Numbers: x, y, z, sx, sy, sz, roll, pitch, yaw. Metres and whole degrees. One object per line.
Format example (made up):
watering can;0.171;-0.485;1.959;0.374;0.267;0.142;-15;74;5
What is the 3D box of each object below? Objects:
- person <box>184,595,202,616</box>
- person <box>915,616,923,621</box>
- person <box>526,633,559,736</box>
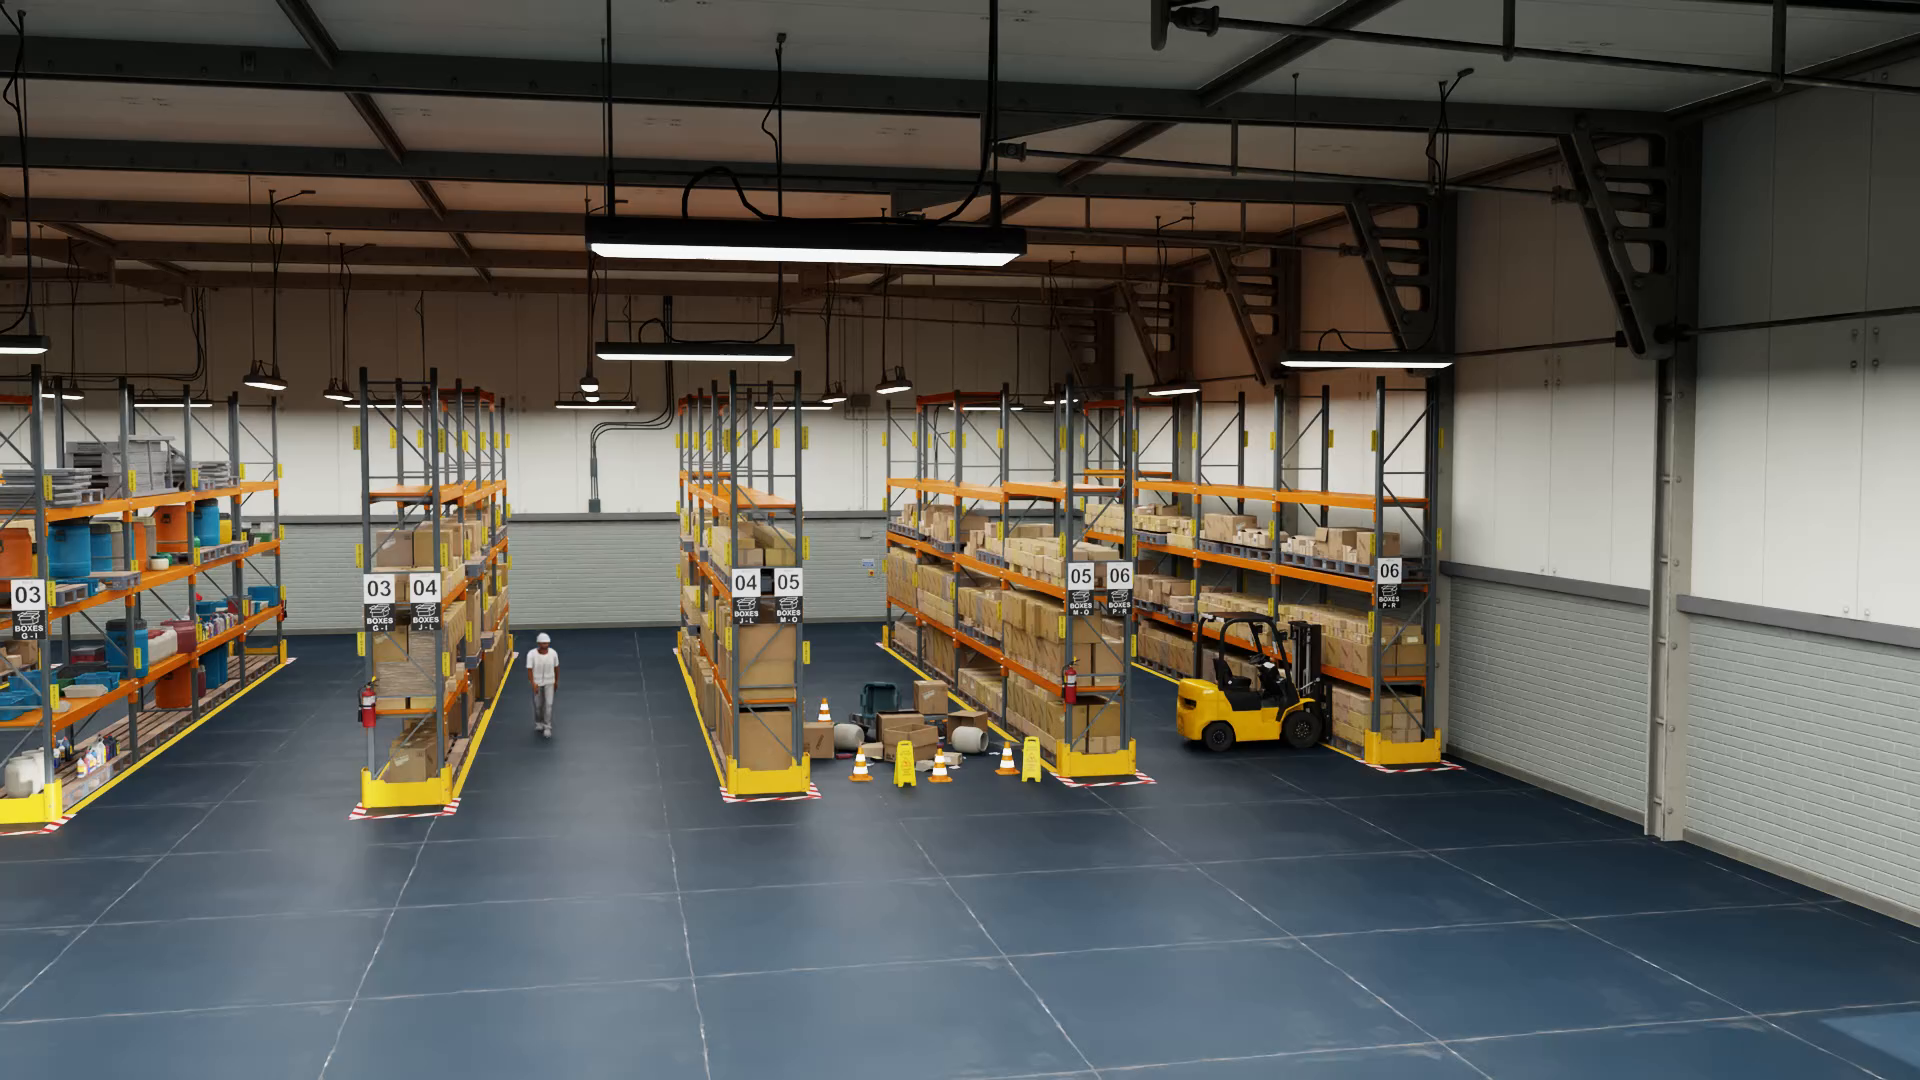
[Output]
person;-16.156;2.021;35.172;0.546;1.729;0.992;0;3;-1
person;-0.907;1.636;42.732;0.916;1.623;0.493;-1;4;-17
person;-7.103;2.443;28.341;0.562;1.710;0.967;-1;4;-20
